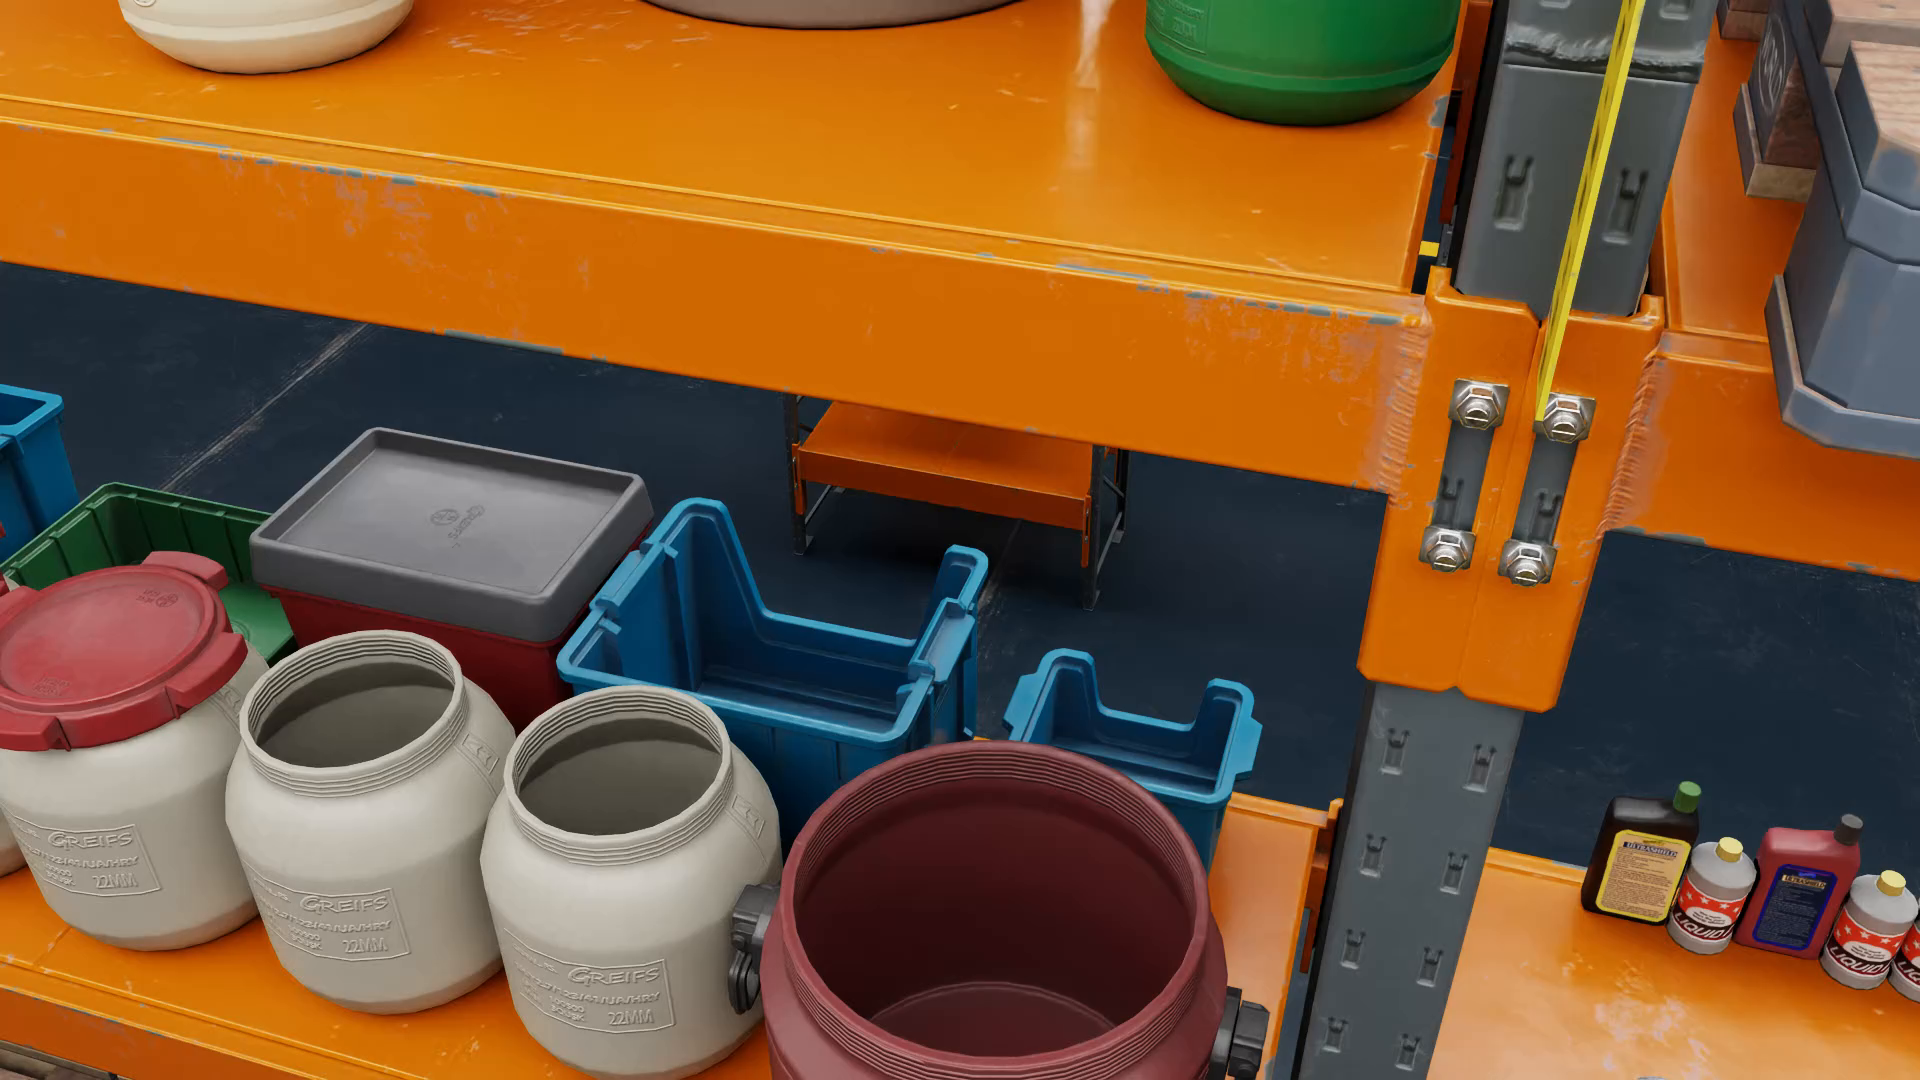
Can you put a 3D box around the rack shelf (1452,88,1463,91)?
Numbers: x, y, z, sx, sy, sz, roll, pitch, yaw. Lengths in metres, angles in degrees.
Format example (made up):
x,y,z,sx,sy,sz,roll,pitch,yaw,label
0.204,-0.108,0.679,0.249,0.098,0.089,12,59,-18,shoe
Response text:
x,y,z,sx,sy,sz,roll,pitch,yaw,label
0.148,-2.253,6.887,4.000,0.370,1.077,10,38,14,rack shelf

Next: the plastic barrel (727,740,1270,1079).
x,y,z,sx,sy,sz,roll,pitch,yaw,label
0.043,0.648,2.225,0.708,0.536,0.600,10,38,14,plastic barrel

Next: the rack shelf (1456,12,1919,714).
x,y,z,sx,sy,sz,roll,pitch,yaw,label
2.485,0.048,1.230,4.000,0.370,1.077,10,38,14,rack shelf

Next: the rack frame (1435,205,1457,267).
x,y,z,sx,sy,sz,roll,pitch,yaw,label
2.057,-2.189,6.194,0.127,3.000,1.000,10,38,14,rack frame

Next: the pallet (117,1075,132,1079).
x,y,z,sx,sy,sz,roll,pitch,yaw,label
-1.312,1.360,3.724,1.213,0.211,1.003,10,38,14,pallet

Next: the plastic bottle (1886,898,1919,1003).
x,y,z,sx,sy,sz,roll,pitch,yaw,label
1.507,0.612,2.556,0.097,0.201,0.097,0,36,0,plastic bottle

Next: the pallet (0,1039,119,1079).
x,y,z,sx,sy,sz,roll,pitch,yaw,label
-2.481,1.146,4.015,1.213,0.211,1.003,10,38,14,pallet

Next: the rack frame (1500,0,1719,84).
x,y,z,sx,sy,sz,roll,pitch,yaw,label
0.576,-1.803,0.608,0.127,3.000,1.000,10,38,14,rack frame

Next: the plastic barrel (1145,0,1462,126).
x,y,z,sx,sy,sz,roll,pitch,yaw,label
0.325,-0.547,1.564,0.294,0.245,0.294,0,36,0,plastic barrel

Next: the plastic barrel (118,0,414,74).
x,y,z,sx,sy,sz,roll,pitch,yaw,label
-0.707,-0.632,1.664,0.301,0.262,0.301,0,36,0,plastic barrel

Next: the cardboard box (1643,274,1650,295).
x,y,z,sx,sy,sz,roll,pitch,yaw,label
2.907,-1.028,6.354,0.500,0.500,0.500,9,37,12,cardboard box

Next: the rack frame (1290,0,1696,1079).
x,y,z,sx,sy,sz,roll,pitch,yaw,label
0.576,0.613,2.387,0.127,3.000,1.000,10,38,14,rack frame

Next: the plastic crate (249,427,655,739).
x,y,z,sx,sy,sz,roll,pitch,yaw,label
-0.875,0.128,2.991,0.583,0.464,0.402,10,38,14,plastic crate

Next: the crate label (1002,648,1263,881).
x,y,z,sx,sy,sz,roll,pitch,yaw,label
0.286,0.394,2.826,0.416,0.233,0.303,10,38,14,crate label

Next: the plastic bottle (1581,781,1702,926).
x,y,z,sx,sy,sz,roll,pitch,yaw,label
1.090,0.490,2.652,0.133,0.283,0.061,10,38,14,plastic bottle

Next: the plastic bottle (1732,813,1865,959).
x,y,z,sx,sy,sz,roll,pitch,yaw,label
1.310,0.531,2.597,0.133,0.283,0.061,10,38,14,plastic bottle

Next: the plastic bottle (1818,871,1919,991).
x,y,z,sx,sy,sz,roll,pitch,yaw,label
1.415,0.595,2.579,0.097,0.201,0.097,0,36,0,plastic bottle

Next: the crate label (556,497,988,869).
x,y,z,sx,sy,sz,roll,pitch,yaw,label
-0.291,0.270,2.823,0.616,0.435,0.502,10,38,14,crate label

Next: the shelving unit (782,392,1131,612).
x,y,z,sx,sy,sz,roll,pitch,yaw,label
0.006,-0.452,5.415,1.048,1.125,0.538,10,38,14,shelving unit

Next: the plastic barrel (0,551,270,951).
x,y,z,sx,sy,sz,roll,pitch,yaw,label
-1.281,0.351,2.629,0.433,0.535,0.433,0,36,0,plastic barrel

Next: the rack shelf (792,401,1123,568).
x,y,z,sx,sy,sz,roll,pitch,yaw,label
0.006,-0.255,5.560,1.000,0.278,0.538,10,38,14,rack shelf

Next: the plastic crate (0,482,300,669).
x,y,z,sx,sy,sz,roll,pitch,yaw,label
-1.495,0.139,3.209,0.662,0.188,0.450,10,38,14,plastic crate

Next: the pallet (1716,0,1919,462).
x,y,z,sx,sy,sz,roll,pitch,yaw,label
1.277,-0.328,1.295,1.213,0.211,1.003,10,38,14,pallet

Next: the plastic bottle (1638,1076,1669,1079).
x,y,z,sx,sy,sz,roll,pitch,yaw,label
0.938,0.836,2.188,0.135,0.276,0.152,10,38,14,plastic bottle

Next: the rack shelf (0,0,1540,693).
x,y,z,sx,sy,sz,roll,pitch,yaw,label
-1.333,-0.659,2.191,4.000,0.370,1.077,10,38,14,rack shelf

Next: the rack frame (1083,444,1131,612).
x,y,z,sx,sy,sz,roll,pitch,yaw,label
0.492,-0.362,5.293,0.032,1.125,0.500,10,38,14,rack frame

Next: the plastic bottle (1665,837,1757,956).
x,y,z,sx,sy,sz,roll,pitch,yaw,label
1.194,0.554,2.635,0.097,0.201,0.097,0,36,0,plastic bottle

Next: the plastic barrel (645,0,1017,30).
x,y,z,sx,sy,sz,roll,pitch,yaw,label
-0.143,-1.065,1.713,0.600,0.901,0.600,0,36,0,plastic barrel

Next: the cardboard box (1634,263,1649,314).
x,y,z,sx,sy,sz,roll,pitch,yaw,label
2.406,-1.117,6.475,0.500,0.500,0.500,12,38,16,cardboard box

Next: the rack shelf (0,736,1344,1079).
x,y,z,sx,sy,sz,roll,pitch,yaw,label
-1.333,0.549,3.080,4.000,0.370,1.077,10,38,14,rack shelf

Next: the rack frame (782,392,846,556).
x,y,z,sx,sy,sz,roll,pitch,yaw,label
-0.479,-0.542,5.537,0.032,1.125,0.500,10,38,14,rack frame

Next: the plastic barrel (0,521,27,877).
x,y,z,sx,sy,sz,roll,pitch,yaw,label
-1.694,0.274,2.732,0.433,0.535,0.433,0,36,0,plastic barrel

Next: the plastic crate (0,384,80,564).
x,y,z,sx,sy,sz,roll,pitch,yaw,label
-2.096,-0.069,3.326,0.575,0.384,0.392,10,38,14,plastic crate

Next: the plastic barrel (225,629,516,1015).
x,y,z,sx,sy,sz,roll,pitch,yaw,label
-0.871,0.433,2.538,0.421,0.512,0.421,0,36,0,plastic barrel

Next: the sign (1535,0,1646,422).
x,y,z,sx,sy,sz,roll,pitch,yaw,label
0.419,-0.240,1.104,0.005,0.325,0.100,10,38,14,sign

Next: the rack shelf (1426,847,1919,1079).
x,y,z,sx,sy,sz,roll,pitch,yaw,label
2.485,1.256,2.120,4.000,0.370,1.077,10,38,14,rack shelf

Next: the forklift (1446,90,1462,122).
x,y,z,sx,sy,sz,roll,pitch,yaw,label
2.513,-3.693,8.294,3.031,2.935,1.130,9,37,12,forklift

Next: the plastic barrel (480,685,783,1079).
x,y,z,sx,sy,sz,roll,pitch,yaw,label
-0.469,0.507,2.436,0.421,0.512,0.421,0,36,0,plastic barrel
